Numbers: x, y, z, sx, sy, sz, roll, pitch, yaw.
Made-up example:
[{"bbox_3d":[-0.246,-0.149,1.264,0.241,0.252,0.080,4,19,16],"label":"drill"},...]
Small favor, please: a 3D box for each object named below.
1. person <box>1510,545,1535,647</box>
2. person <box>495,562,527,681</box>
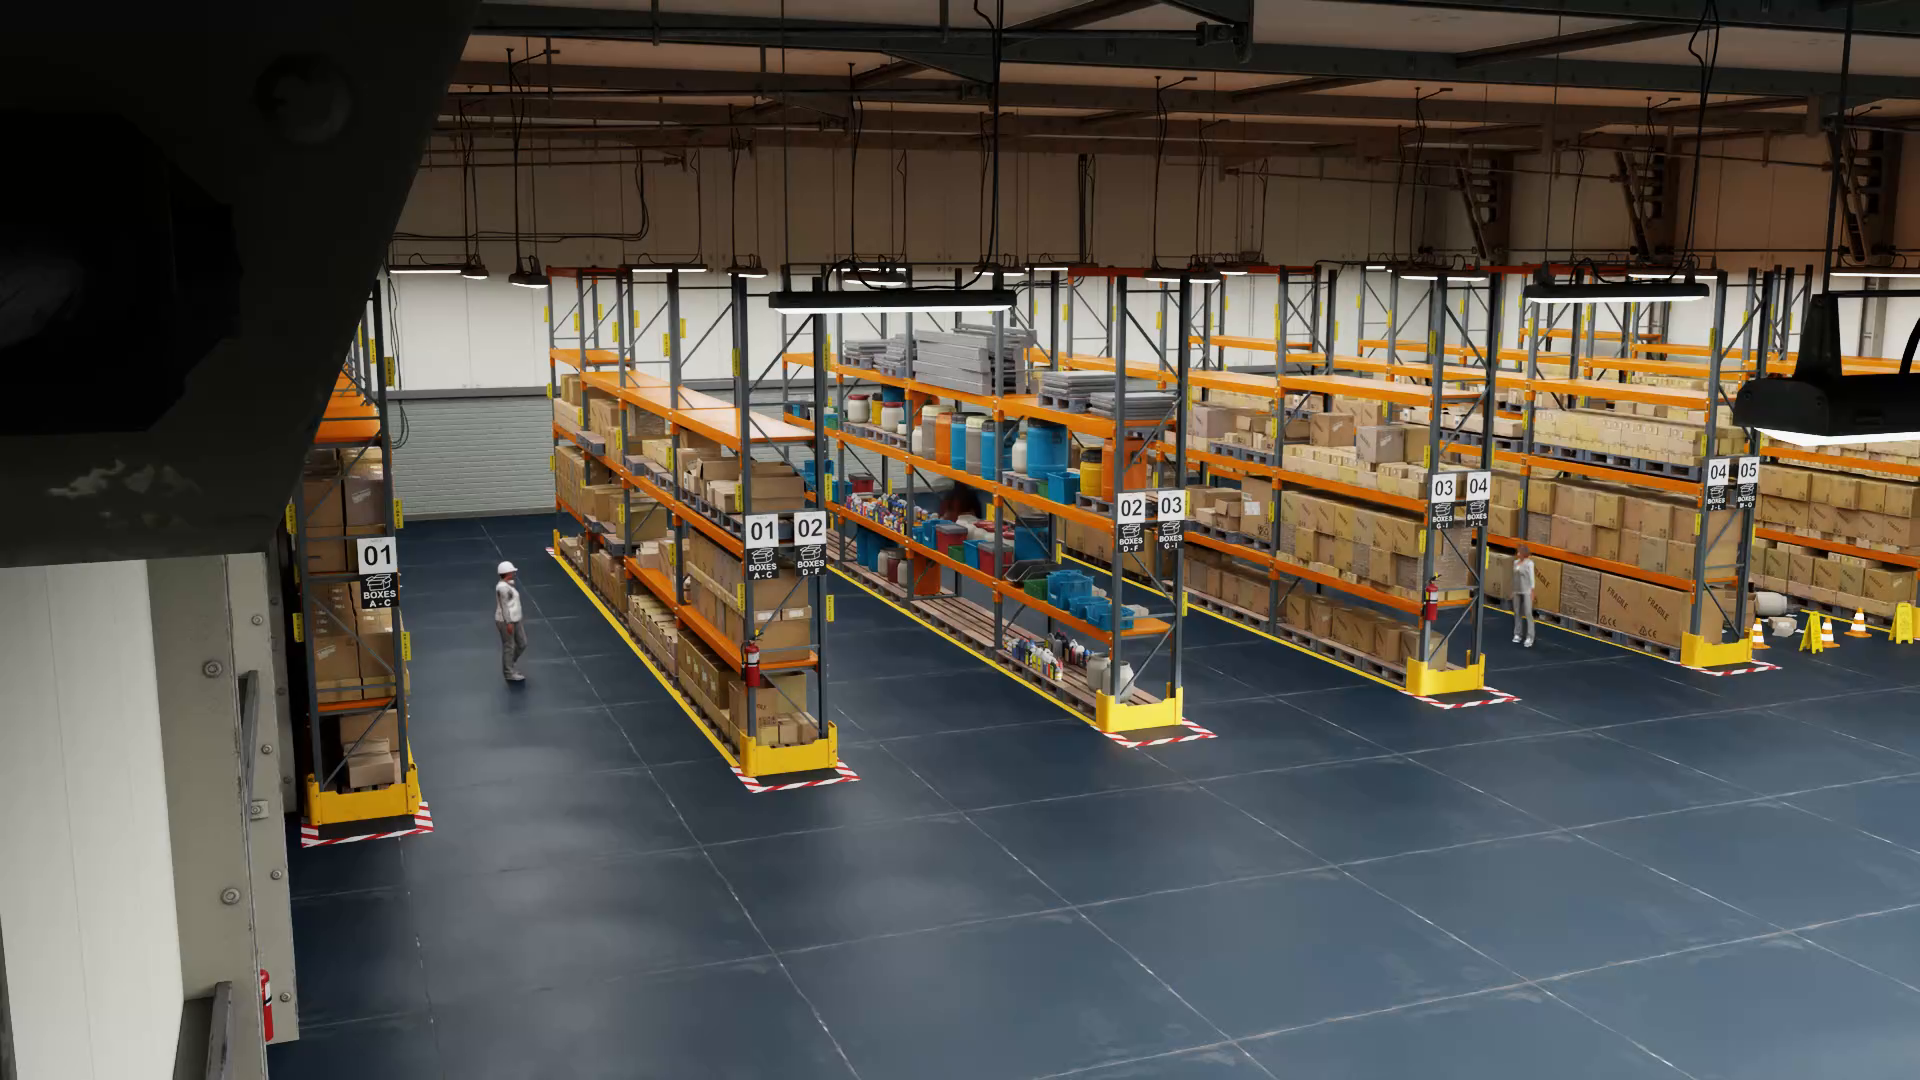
[{"bbox_3d":[9.136,0.886,26.977,0.374,1.611,0.509,-7,12,-36],"label":"person"},{"bbox_3d":[-6.696,1.200,24.718,0.444,1.781,0.577,1,10,5],"label":"person"}]
